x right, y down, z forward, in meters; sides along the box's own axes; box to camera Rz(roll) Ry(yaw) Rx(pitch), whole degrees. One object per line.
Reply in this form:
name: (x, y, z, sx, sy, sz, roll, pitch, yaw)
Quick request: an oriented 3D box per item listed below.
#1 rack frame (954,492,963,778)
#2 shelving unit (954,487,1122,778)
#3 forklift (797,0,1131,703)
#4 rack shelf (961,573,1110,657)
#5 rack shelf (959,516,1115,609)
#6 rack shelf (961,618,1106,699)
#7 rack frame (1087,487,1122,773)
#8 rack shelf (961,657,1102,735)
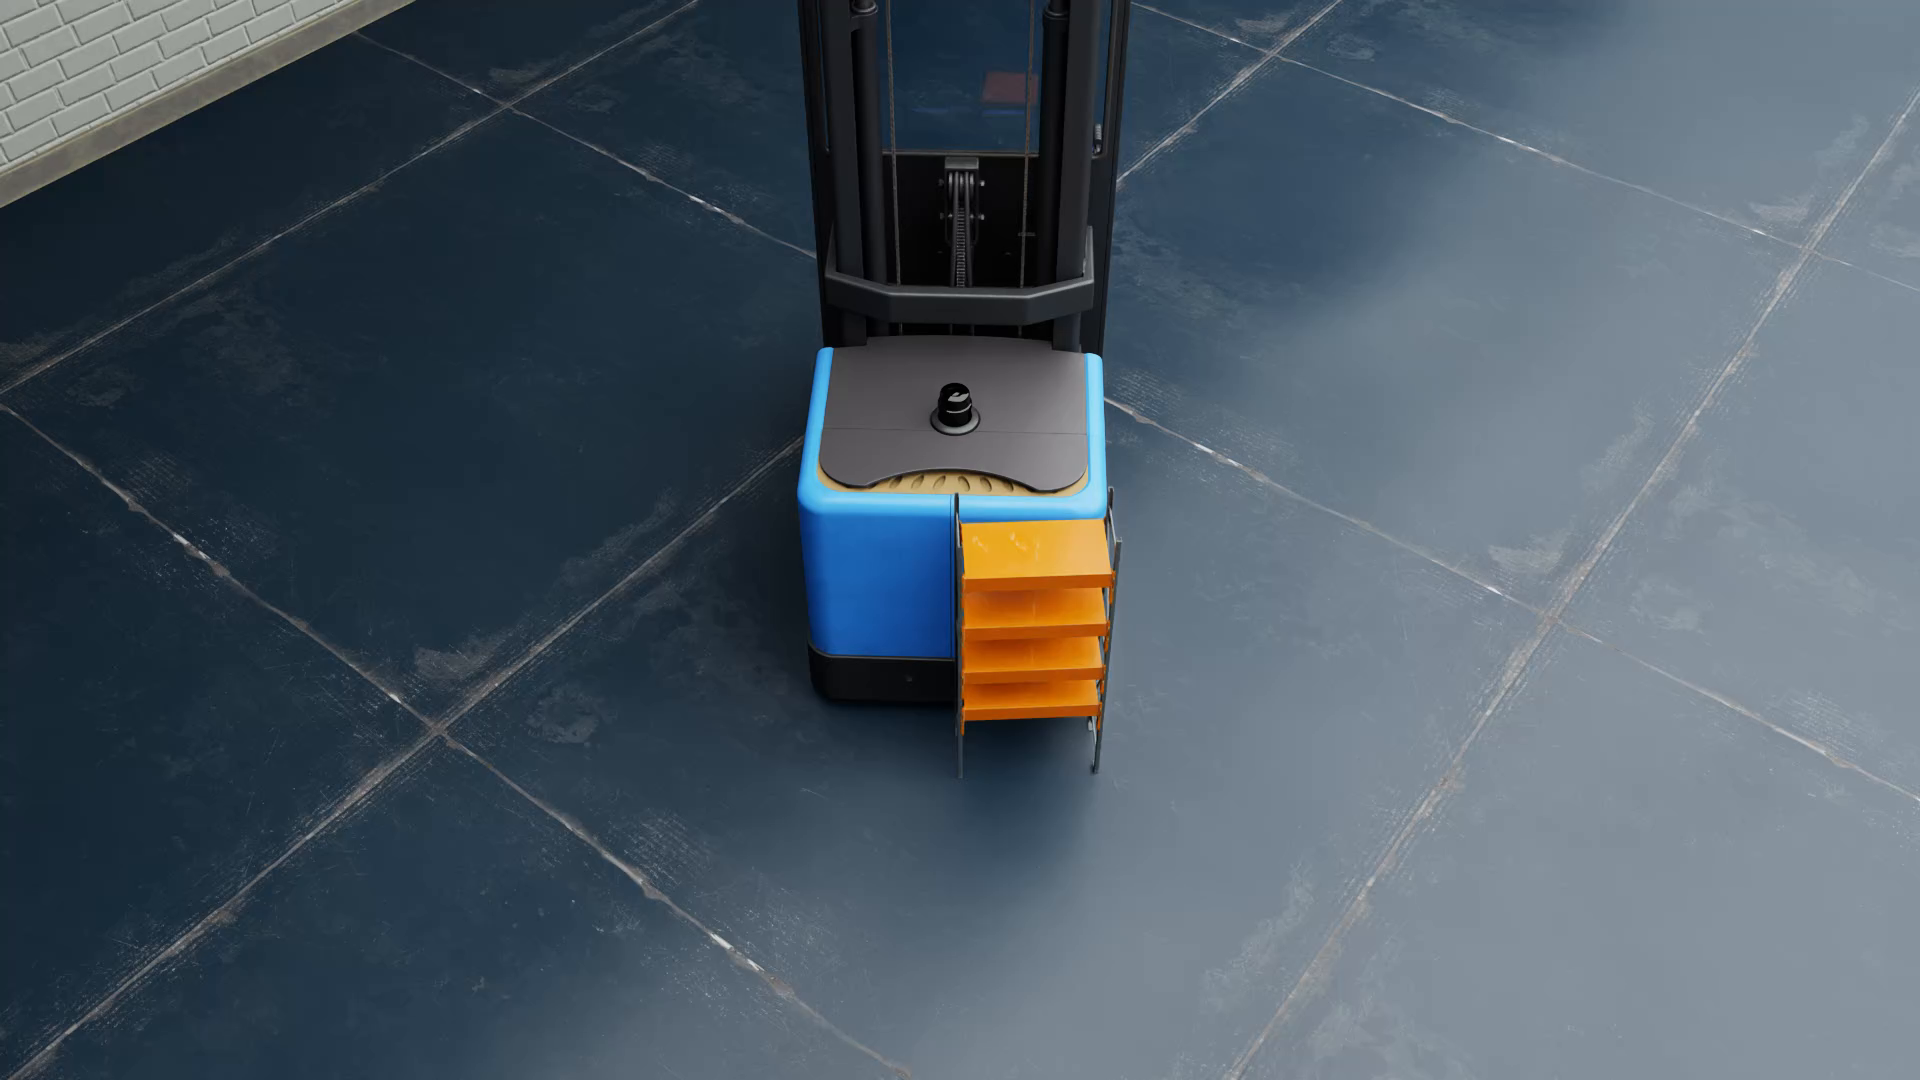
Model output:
rack frame: (-0.005, 0.350, 5.586, 0.015, 1.200, 0.240, -2, 46, -2)
shelving unit: (0.238, 0.342, 5.594, 0.503, 1.200, 0.258, -2, 46, -2)
forklift: (0.022, -1.463, 6.121, 1.130, 2.935, 3.031, 1, 46, 1)
rack shelf: (0.238, 0.234, 5.481, 0.480, 0.148, 0.258, -2, 46, -2)
rack shelf: (0.238, 0.070, 5.310, 0.480, 0.148, 0.258, -2, 46, -2)
rack shelf: (0.238, 0.388, 5.643, 0.480, 0.148, 0.258, -2, 46, -2)
rack frame: (0.482, 0.333, 5.602, 0.015, 1.200, 0.240, -2, 46, -2)
rack shelf: (0.238, 0.525, 5.786, 0.480, 0.148, 0.258, -2, 46, -2)
